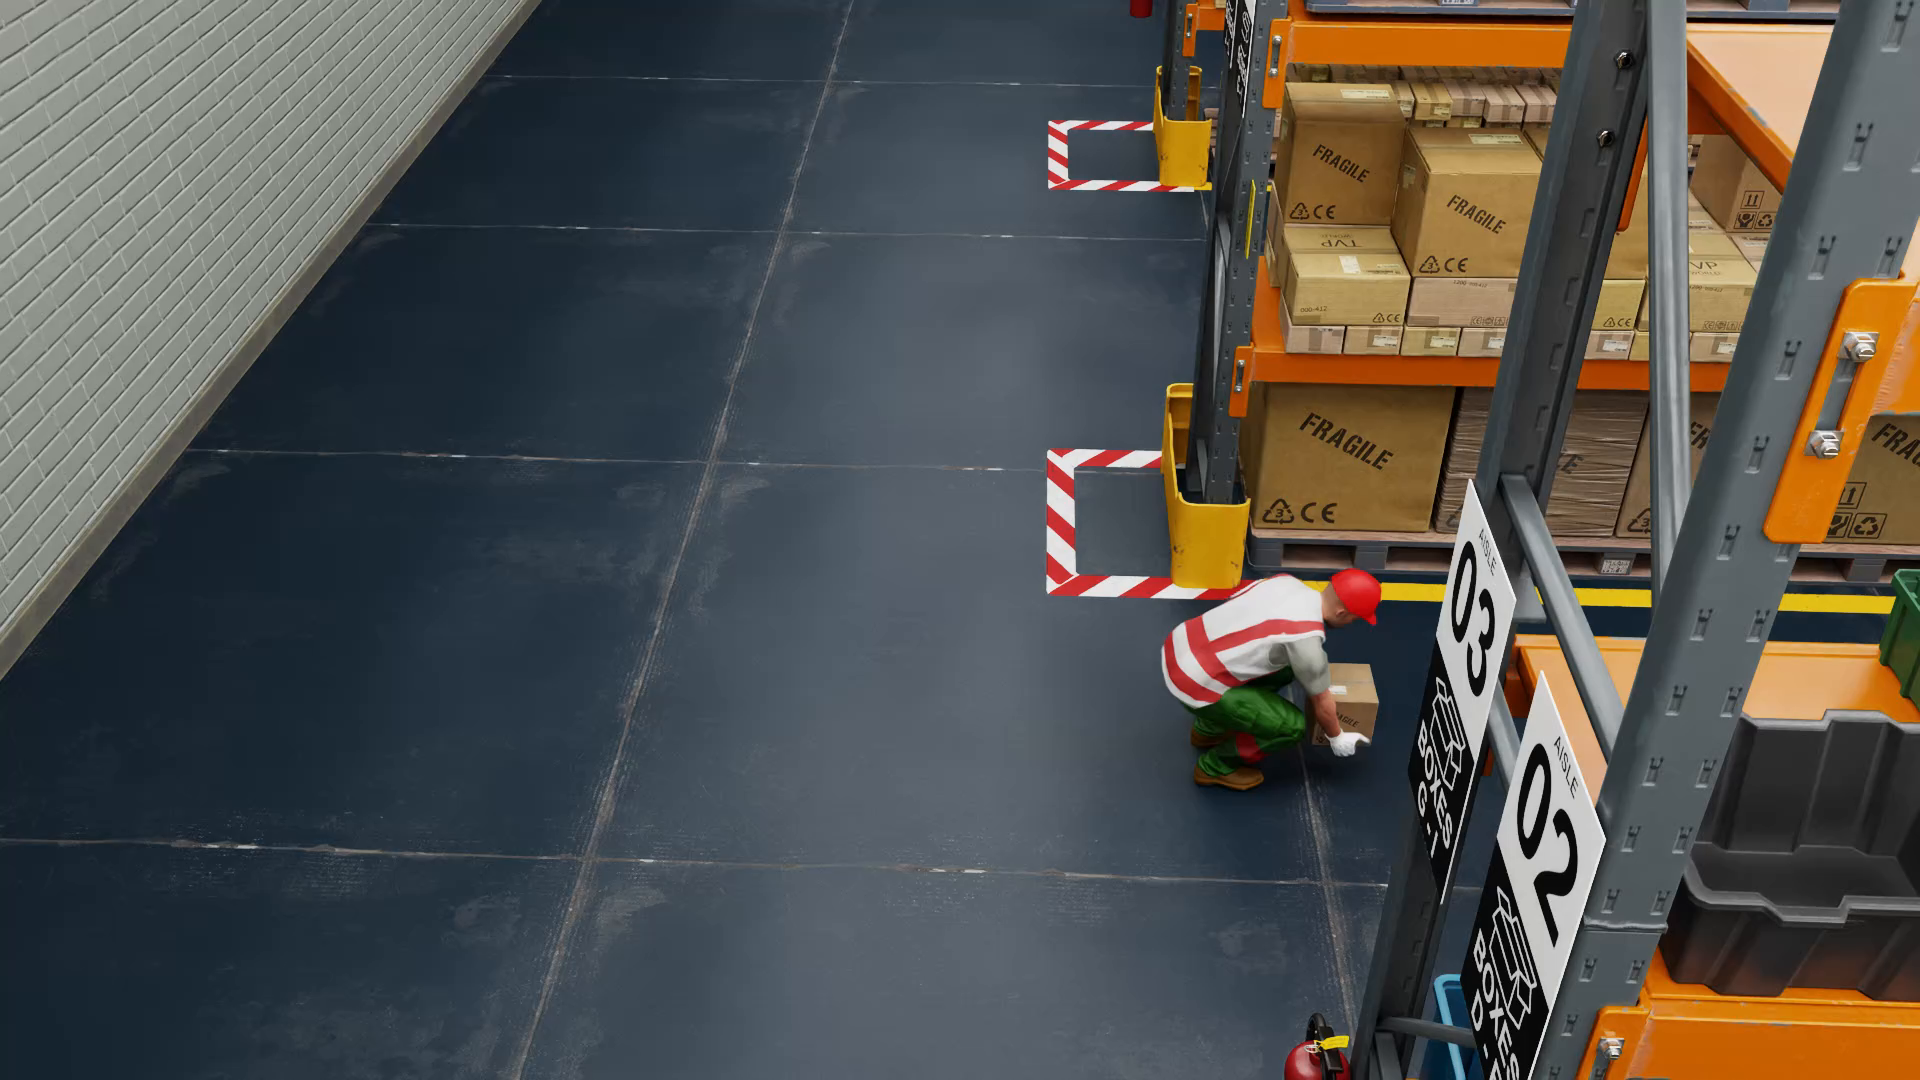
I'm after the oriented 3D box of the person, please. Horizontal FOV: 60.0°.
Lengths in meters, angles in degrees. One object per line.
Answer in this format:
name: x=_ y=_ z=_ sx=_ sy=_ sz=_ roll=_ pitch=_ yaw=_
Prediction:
person: x=1.293 y=0.556 z=7.005 sx=0.895 sy=0.997 sz=0.541 roll=1 pitch=35 yaw=1
